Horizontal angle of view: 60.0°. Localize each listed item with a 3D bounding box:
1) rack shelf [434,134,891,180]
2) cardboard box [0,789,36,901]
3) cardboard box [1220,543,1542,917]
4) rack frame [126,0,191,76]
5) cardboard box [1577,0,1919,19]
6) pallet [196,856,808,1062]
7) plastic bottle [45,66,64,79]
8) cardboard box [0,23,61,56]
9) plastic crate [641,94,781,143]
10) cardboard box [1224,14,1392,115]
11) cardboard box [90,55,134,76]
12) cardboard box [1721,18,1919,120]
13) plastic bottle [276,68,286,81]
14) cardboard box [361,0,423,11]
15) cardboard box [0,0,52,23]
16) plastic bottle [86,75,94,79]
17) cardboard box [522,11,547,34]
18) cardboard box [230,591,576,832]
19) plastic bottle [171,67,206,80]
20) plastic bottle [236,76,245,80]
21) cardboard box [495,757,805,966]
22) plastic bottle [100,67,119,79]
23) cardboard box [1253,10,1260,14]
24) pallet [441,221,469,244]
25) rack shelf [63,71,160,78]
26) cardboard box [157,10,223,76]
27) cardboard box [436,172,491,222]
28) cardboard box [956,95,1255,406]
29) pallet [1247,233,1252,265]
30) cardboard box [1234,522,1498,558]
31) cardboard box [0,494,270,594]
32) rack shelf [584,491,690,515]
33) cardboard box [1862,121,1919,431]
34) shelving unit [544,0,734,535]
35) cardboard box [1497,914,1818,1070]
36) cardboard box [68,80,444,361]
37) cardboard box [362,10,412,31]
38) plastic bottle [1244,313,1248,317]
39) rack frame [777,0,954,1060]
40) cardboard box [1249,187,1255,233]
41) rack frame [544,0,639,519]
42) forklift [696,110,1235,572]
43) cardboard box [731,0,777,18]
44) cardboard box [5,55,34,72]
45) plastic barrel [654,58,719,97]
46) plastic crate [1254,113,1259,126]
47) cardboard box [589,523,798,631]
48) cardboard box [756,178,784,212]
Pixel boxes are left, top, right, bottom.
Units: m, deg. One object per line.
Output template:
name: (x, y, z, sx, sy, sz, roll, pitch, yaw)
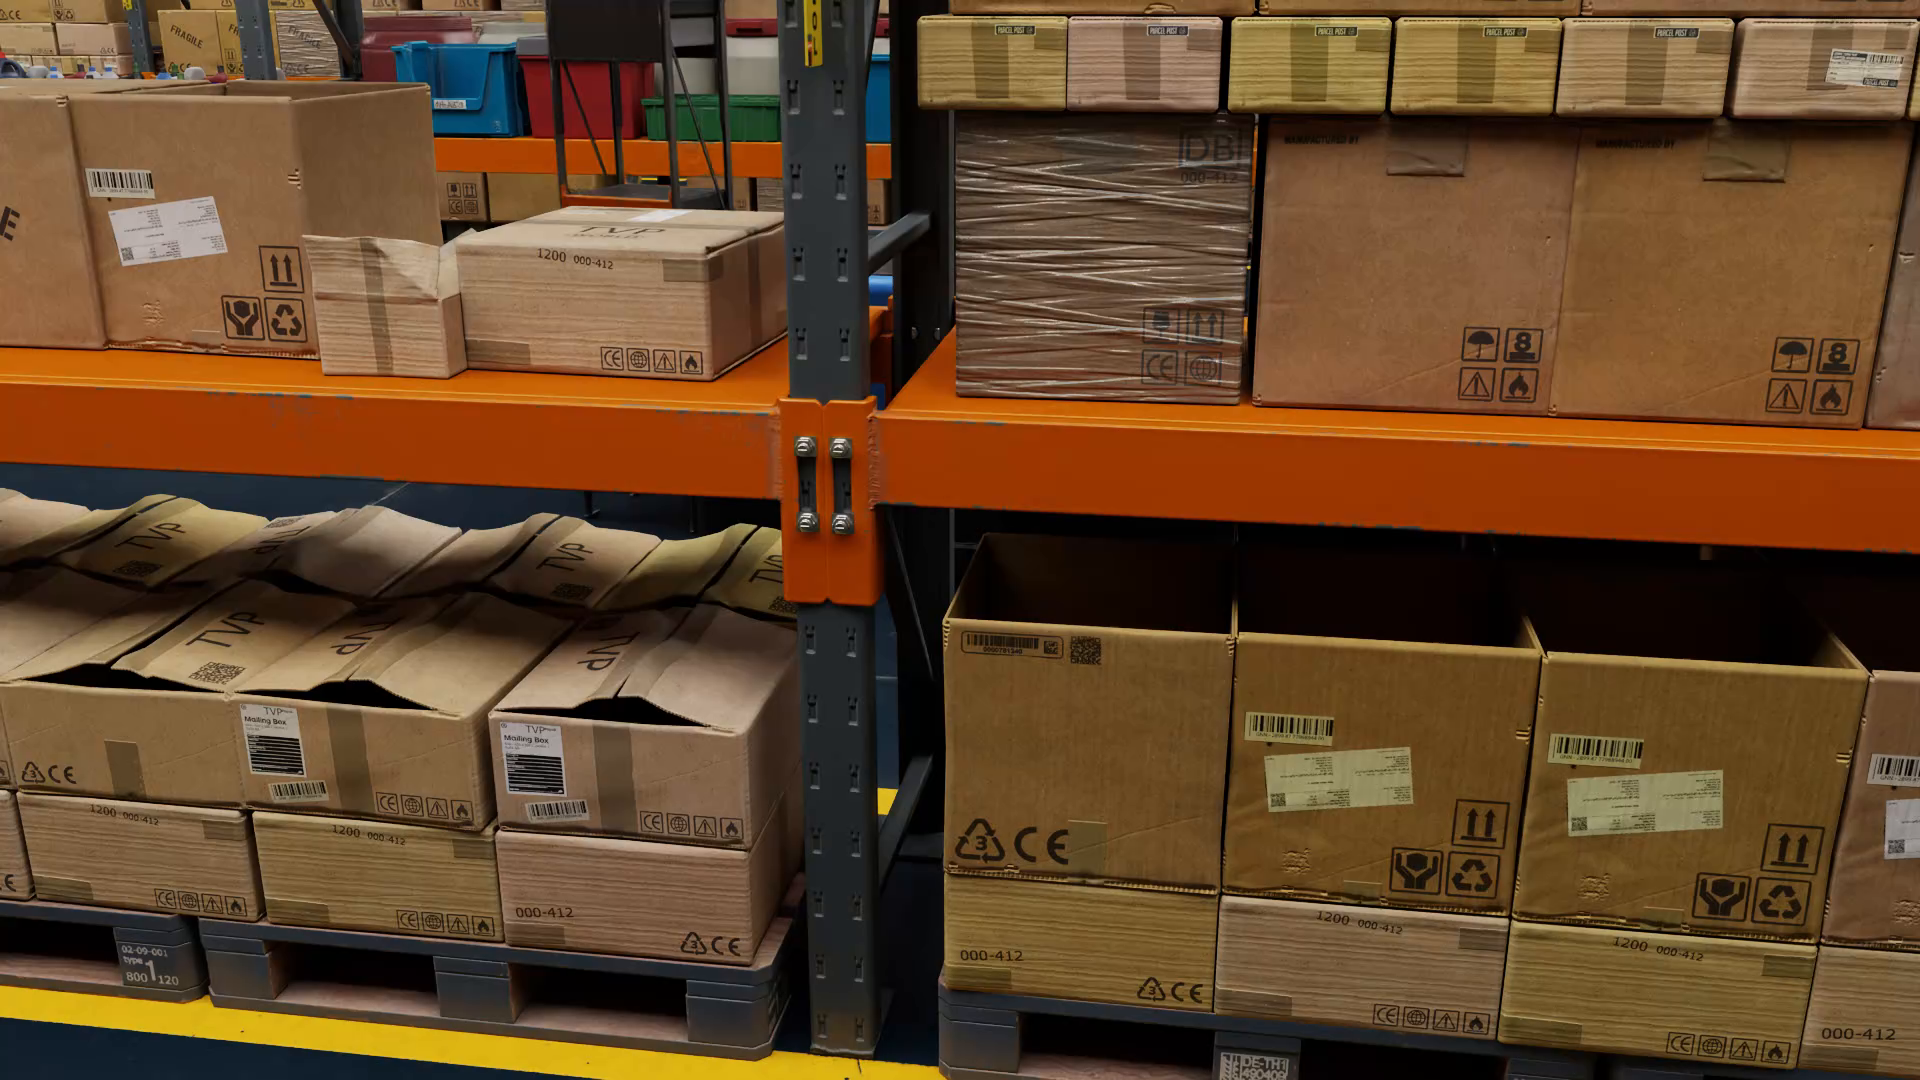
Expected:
rack shelf: (-1.339, -1.874, 8.310, 4.000, 0.370, 1.077, 3, 19, 9)
cardboard box: (-2.115, 0.534, 3.651, 0.500, 0.250, 0.500, 3, 19, 10)
cardboard box: (0.750, 0.330, 3.078, 0.500, 0.500, 0.500, 3, 19, 9)
rack frame: (-6.477, -4.069, 13.736, 0.127, 3.000, 1.000, 3, 19, 9)
cardboard box: (1.279, -1.155, 2.825, 0.500, 0.500, 0.700, 3, 19, 9)
pallet: (-0.887, 0.735, 3.775, 1.213, 0.211, 1.003, 3, 19, 9)
plastic bottle: (-4.940, -2.450, 9.102, 0.097, 0.271, 0.097, 0, 18, 0)
cardboard box: (-7.466, -4.104, 13.609, 0.500, 0.250, 0.500, 3, 19, 10)
plastic crate: (-1.128, -2.013, 7.927, 0.662, 0.188, 0.450, 3, 19, 9)
cardboard box: (0.584, -0.819, 2.843, 0.250, 0.149, 0.380, 2, 19, 7)
cardboard box: (-6.830, -3.862, 13.515, 0.250, 0.149, 0.380, 3, 19, 9)
cardboard box: (1.354, -0.780, 2.727, 0.250, 0.149, 0.380, 2, 19, 7)
plastic bottle: (-3.689, -2.380, 8.884, 0.135, 0.276, 0.152, 3, 19, 9)
cardboard box: (-4.553, -4.498, 13.280, 0.637, 0.503, 0.797, 4, 19, 10)
cardboard box: (-7.467, -4.460, 13.492, 0.500, 0.500, 0.500, 3, 19, 9)
plastic bottle: (-4.311, -2.174, 8.277, 0.097, 0.271, 0.097, 0, 18, 0)
cardboard box: (-3.054, -3.862, 12.961, 0.500, 0.500, 0.500, 4, 19, 10)
cardboard box: (-1.113, 0.321, 3.404, 0.500, 0.311, 0.500, 3, 19, 10)
plastic bottle: (-4.146, -2.403, 8.954, 0.135, 0.276, 0.152, 3, 19, 9)
plastic bottle: (-3.713, -2.332, 8.742, 0.135, 0.276, 0.152, 3, 19, 9)
cardboard box: (-0.609, 0.612, 3.419, 0.500, 0.250, 0.500, 3, 19, 8)
plastic bottle: (-4.616, -2.434, 9.053, 0.097, 0.271, 0.097, 0, 18, 0)
cardboard box: (0.652, -0.946, 3.223, 0.250, 0.149, 0.380, 2, 19, 7)
pallet: (-4.495, -2.671, 13.952, 1.213, 0.211, 1.003, 3, 19, 9)
rack shelf: (-8.452, -3.828, 14.151, 4.000, 0.370, 1.077, 3, 19, 9)
cardboard box: (-6.062, -4.015, 13.417, 0.500, 0.500, 0.500, 3, 19, 9)
cardboard box: (-4.085, -3.148, 13.670, 0.875, 0.875, 1.225, 3, 19, 9)
cardboard box: (0.286, -0.590, 3.181, 0.500, 0.500, 0.700, 2, 19, 7)
pallet: (2.090, -2.321, 12.907, 1.213, 0.211, 1.003, 3, 19, 9)
cardboard box: (0.831, 0.170, 3.557, 0.500, 0.500, 0.500, 3, 19, 9)
cardboard box: (-2.040, 0.100, 4.064, 0.500, 0.311, 0.500, 3, 19, 10)
rack shelf: (-1.170, -0.430, 6.526, 0.480, 0.518, 0.431, 8, 20, 22)
cardboard box: (1.808, -0.514, 2.953, 0.500, 0.500, 0.700, 3, 19, 10)
shelving unit: (-1.171, -1.106, 6.297, 0.503, 2.100, 0.431, 8, 20, 22)
cardboard box: (1.242, 0.714, 3.114, 0.500, 0.250, 0.500, 3, 19, 9)
cardboard box: (-1.429, -0.681, 3.452, 0.500, 0.500, 0.500, 4, 19, 13)
cardboard box: (-4.561, -3.940, 13.194, 0.500, 0.500, 0.500, 3, 19, 10)
plastic bottle: (1.390, -0.941, 7.871, 0.185, 0.351, 0.144, 3, 19, 9)
rack frame: (-0.153, -0.563, 3.258, 0.127, 3.000, 1.000, 3, 19, 9)
cardboard box: (2.377, -2.621, 12.686, 0.500, 0.500, 0.500, 9, 21, 26)
rack frame: (-1.395, -1.137, 6.390, 0.015, 2.100, 0.400, 8, 20, 22)
forklift: (0.622, -1.358, 5.743, 3.031, 2.935, 1.130, 3, 19, 9)
cardboard box: (-1.421, -4.103, 13.018, 0.500, 0.500, 0.700, 6, 19, 17)
cardboard box: (-7.592, -3.901, 13.631, 0.250, 0.149, 0.380, 3, 19, 10)
plastic barrel: (-1.425, -2.354, 8.398, 0.433, 0.535, 0.433, 0, 18, 0)
plastic crate: (1.133, -2.019, 7.707, 0.504, 0.338, 0.767, 3, 19, 9)
cardboard box: (-0.522, 0.177, 3.834, 0.500, 0.311, 0.500, 3, 19, 9)
cardboard box: (-1.313, -2.839, 13.308, 0.500, 0.500, 0.700, 1, 19, 4)
